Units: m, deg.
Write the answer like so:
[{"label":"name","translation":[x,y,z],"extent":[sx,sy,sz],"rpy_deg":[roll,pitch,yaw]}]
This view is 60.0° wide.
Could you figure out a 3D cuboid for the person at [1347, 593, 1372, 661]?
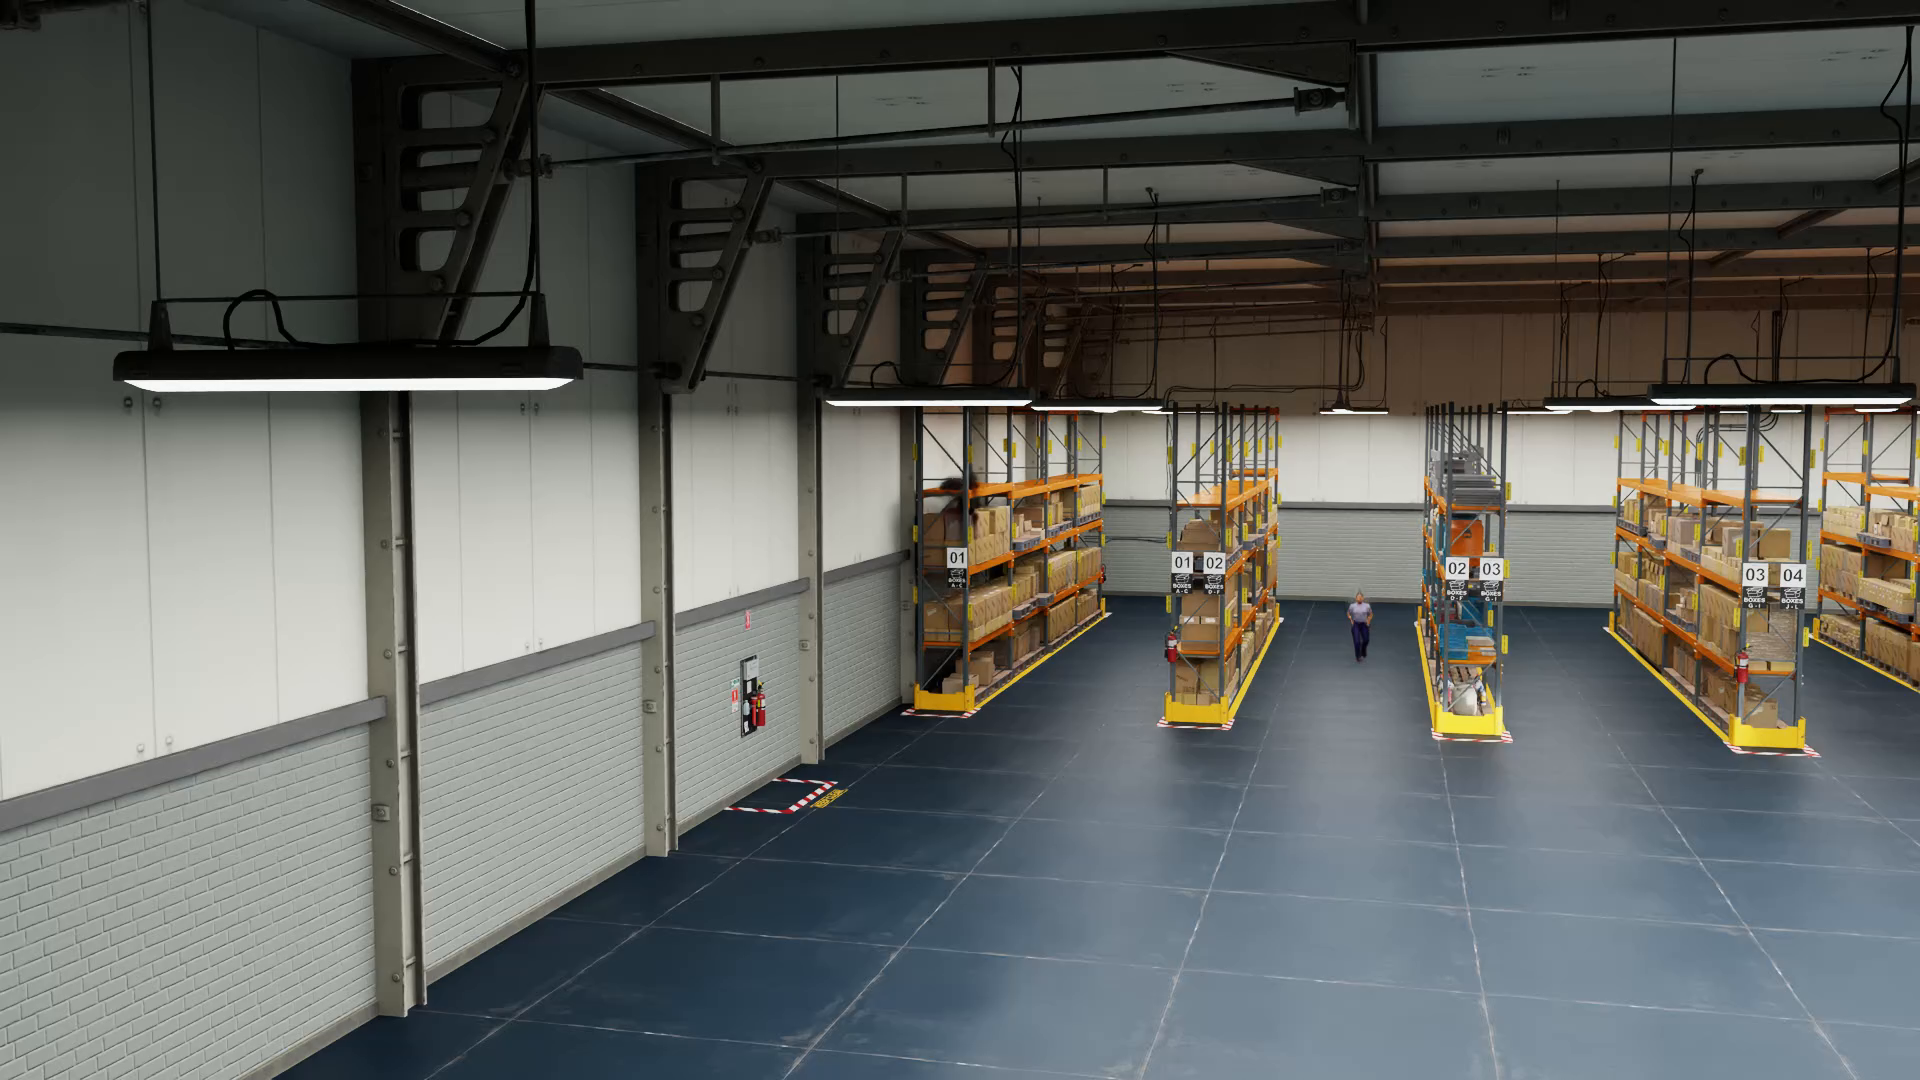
[{"label":"person","translation":[9.392,2.040,39.054],"extent":[0.586,1.601,0.524],"rpy_deg":[1,4,9]}]
